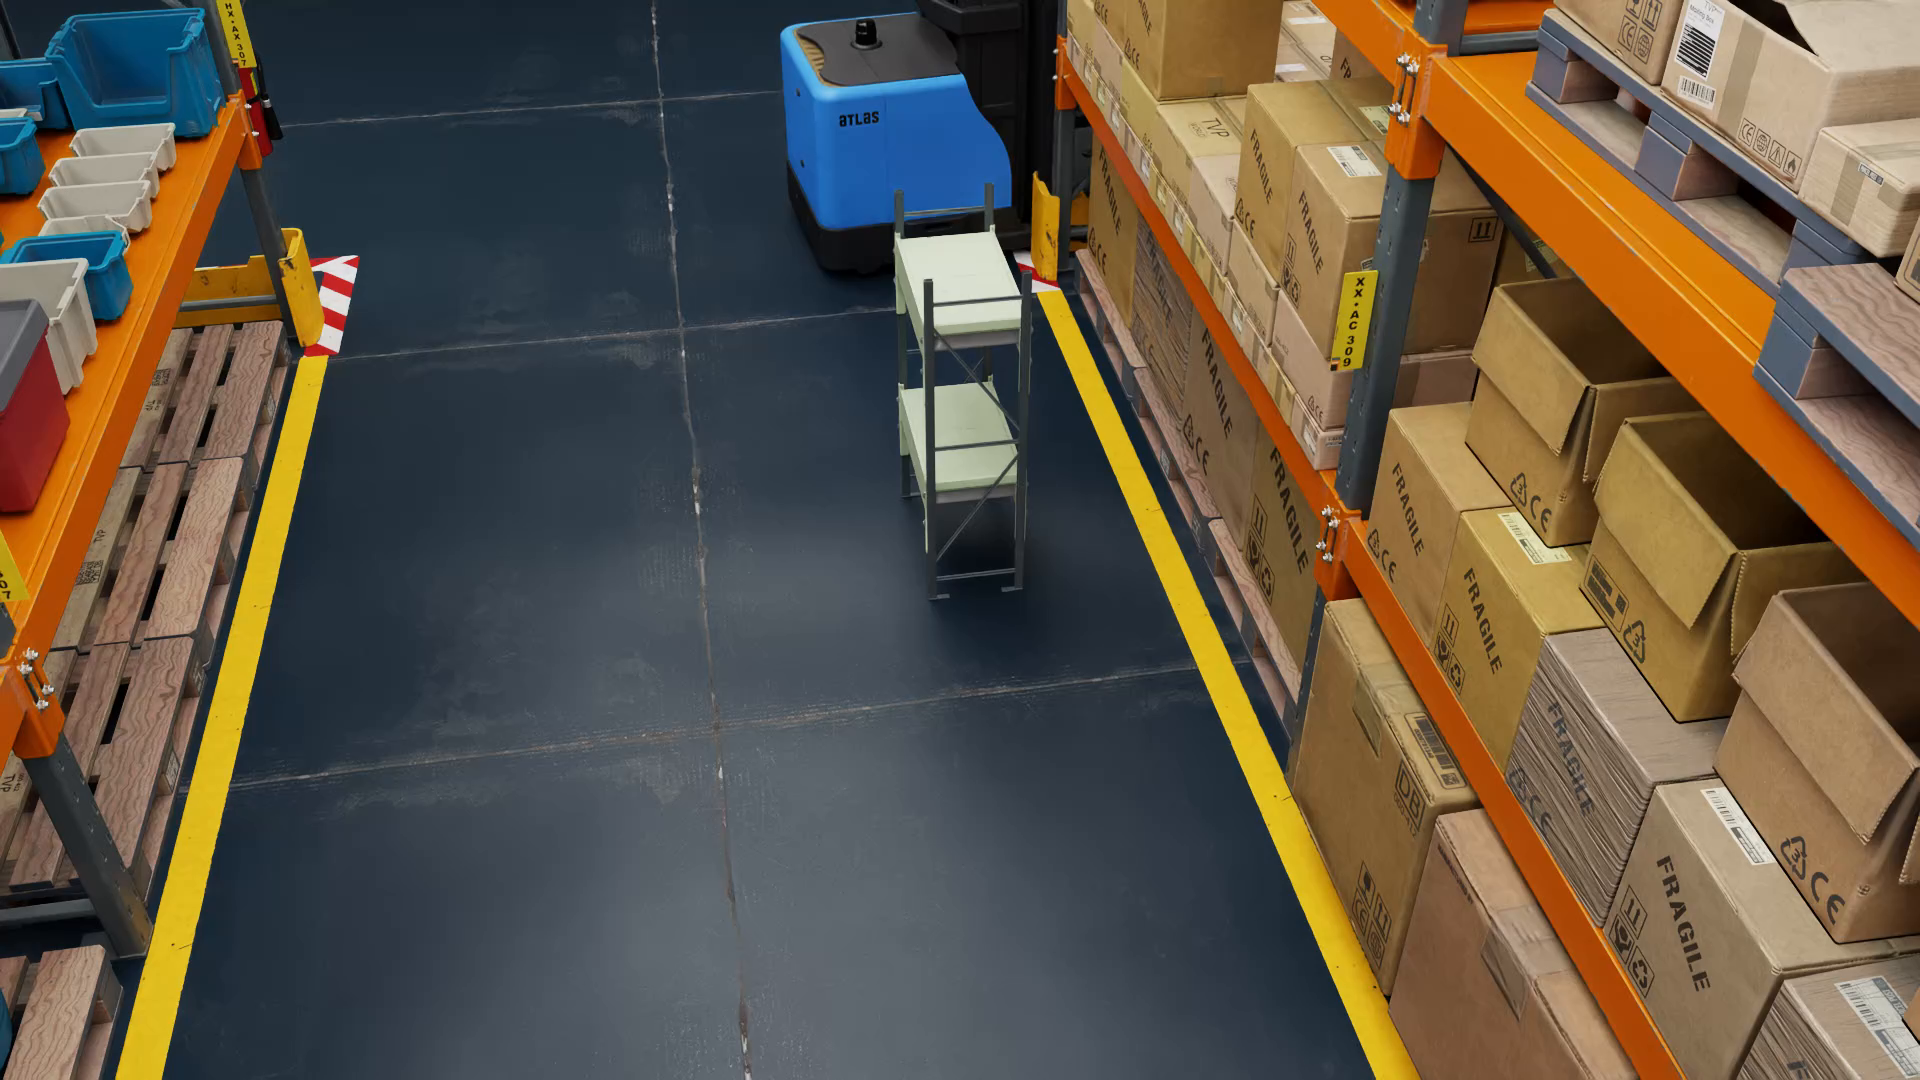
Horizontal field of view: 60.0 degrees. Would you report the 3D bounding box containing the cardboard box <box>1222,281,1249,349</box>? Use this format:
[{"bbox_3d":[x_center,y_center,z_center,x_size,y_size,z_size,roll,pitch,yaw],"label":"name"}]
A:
[{"bbox_3d":[1.184,-0.841,6.092,0.380,0.149,0.250,-6,38,-7],"label":"cardboard box"}]

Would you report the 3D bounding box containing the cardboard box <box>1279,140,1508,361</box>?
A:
[{"bbox_3d":[1.351,-0.928,5.268,0.500,0.500,0.500,-5,38,-7],"label":"cardboard box"}]

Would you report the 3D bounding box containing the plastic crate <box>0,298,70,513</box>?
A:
[{"bbox_3d":[-3.091,-0.408,5.229,0.402,0.464,0.583,-6,38,-8],"label":"plastic crate"}]

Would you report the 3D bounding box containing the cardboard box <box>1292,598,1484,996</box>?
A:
[{"bbox_3d":[1.827,0.733,5.252,1.225,0.875,0.875,-6,38,-8],"label":"cardboard box"}]

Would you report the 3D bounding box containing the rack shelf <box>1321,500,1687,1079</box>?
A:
[{"bbox_3d":[2.046,1.167,3.889,1.077,0.370,4.000,-6,38,-8],"label":"rack shelf"}]

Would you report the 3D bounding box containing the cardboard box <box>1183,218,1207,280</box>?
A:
[{"bbox_3d":[1.093,-1.151,6.491,0.380,0.149,0.250,-7,38,-9],"label":"cardboard box"}]

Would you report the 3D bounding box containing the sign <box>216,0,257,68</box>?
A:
[{"bbox_3d":[-3.344,-2.342,7.686,0.100,0.325,0.005,-6,38,-8],"label":"sign"}]

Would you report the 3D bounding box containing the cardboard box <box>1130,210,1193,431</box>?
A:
[{"bbox_3d":[1.344,-1.140,7.662,0.875,0.875,0.875,-6,38,-8],"label":"cardboard box"}]

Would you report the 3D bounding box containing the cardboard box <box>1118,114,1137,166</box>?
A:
[{"bbox_3d":[0.913,-1.771,7.290,0.380,0.149,0.250,-7,38,-9],"label":"cardboard box"}]

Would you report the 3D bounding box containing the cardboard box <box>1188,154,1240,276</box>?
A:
[{"bbox_3d":[1.176,-1.242,6.284,0.500,0.250,0.500,-5,38,-7],"label":"cardboard box"}]

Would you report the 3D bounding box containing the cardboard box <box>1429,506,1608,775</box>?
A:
[{"bbox_3d":[1.619,0.244,4.410,0.500,0.500,0.500,-6,38,-8],"label":"cardboard box"}]

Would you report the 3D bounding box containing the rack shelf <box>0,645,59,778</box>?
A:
[{"bbox_3d":[-2.831,1.700,3.203,1.077,0.370,4.000,-6,38,-8],"label":"rack shelf"}]

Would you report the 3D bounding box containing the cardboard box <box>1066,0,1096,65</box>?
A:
[{"bbox_3d":[0.812,-2.480,7.877,0.500,0.250,0.500,-7,38,-9],"label":"cardboard box"}]

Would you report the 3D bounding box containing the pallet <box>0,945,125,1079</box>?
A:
[{"bbox_3d":[-3.087,1.779,4.788,1.003,0.211,1.213,-6,38,-8],"label":"pallet"}]

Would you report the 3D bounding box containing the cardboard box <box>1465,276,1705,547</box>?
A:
[{"bbox_3d":[1.815,-0.376,4.390,0.797,0.503,0.637,-7,38,-9],"label":"cardboard box"}]

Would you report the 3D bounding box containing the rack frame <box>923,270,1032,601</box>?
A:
[{"bbox_3d":[0.065,-0.367,6.500,0.400,1.500,0.023,-6,38,-8],"label":"rack frame"}]

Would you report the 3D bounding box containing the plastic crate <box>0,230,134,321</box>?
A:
[{"bbox_3d":[-3.270,-0.953,6.119,0.416,0.233,0.300,-6,38,-8],"label":"plastic crate"}]

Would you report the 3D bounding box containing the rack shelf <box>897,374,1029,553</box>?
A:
[{"bbox_3d":[0.001,-0.331,6.985,0.431,0.370,0.720,-6,38,-8],"label":"rack shelf"}]

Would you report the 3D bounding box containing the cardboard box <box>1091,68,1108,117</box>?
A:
[{"bbox_3d":[0.823,-2.083,7.690,0.380,0.149,0.250,-7,38,-9],"label":"cardboard box"}]

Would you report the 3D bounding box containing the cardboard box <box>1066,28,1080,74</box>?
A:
[{"bbox_3d":[0.731,-2.392,8.089,0.380,0.149,0.250,-6,38,-7],"label":"cardboard box"}]

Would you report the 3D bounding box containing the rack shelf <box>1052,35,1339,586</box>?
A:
[{"bbox_3d":[1.344,-1.249,6.999,1.077,0.370,4.000,-6,38,-8],"label":"rack shelf"}]

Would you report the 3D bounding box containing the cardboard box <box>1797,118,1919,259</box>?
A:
[{"bbox_3d":[1.808,-0.661,3.073,0.380,0.149,0.250,-8,39,-10],"label":"cardboard box"}]

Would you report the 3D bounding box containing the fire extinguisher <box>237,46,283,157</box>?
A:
[{"bbox_3d":[-3.461,-2.171,7.966,0.296,0.674,0.183,-6,38,-8],"label":"fire extinguisher"}]

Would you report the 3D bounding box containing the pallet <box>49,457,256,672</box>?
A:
[{"bbox_3d":[-3.566,0.130,6.910,1.003,0.211,1.213,-6,38,-8],"label":"pallet"}]

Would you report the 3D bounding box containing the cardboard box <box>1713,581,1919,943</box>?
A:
[{"bbox_3d":[2.048,0.414,3.373,0.797,0.503,0.637,-5,38,-6],"label":"cardboard box"}]

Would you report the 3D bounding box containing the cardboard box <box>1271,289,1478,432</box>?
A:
[{"bbox_3d":[1.359,-0.622,5.485,0.500,0.250,0.500,-7,38,-9],"label":"cardboard box"}]

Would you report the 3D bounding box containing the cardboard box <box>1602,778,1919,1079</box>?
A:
[{"bbox_3d":[1.802,0.858,3.620,0.500,0.500,0.500,-6,38,-7],"label":"cardboard box"}]

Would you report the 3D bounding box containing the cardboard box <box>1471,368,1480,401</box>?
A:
[{"bbox_3d":[1.871,-0.695,5.580,0.500,0.250,0.500,-7,38,-9],"label":"cardboard box"}]

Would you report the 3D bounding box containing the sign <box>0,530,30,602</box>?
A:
[{"bbox_3d":[-2.639,0.040,4.527,0.100,0.325,0.005,-6,38,-8],"label":"sign"}]

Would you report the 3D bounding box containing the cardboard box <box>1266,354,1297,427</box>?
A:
[{"bbox_3d":[1.274,-0.531,5.693,0.380,0.149,0.250,-6,38,-7],"label":"cardboard box"}]

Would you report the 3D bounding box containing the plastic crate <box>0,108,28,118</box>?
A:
[{"bbox_3d":[-4.189,-1.741,7.212,0.250,0.136,0.298,-6,38,-8],"label":"plastic crate"}]

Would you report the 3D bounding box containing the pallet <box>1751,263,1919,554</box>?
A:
[{"bbox_3d":[2.032,-0.077,2.614,1.003,0.211,1.213,-5,38,-6],"label":"pallet"}]

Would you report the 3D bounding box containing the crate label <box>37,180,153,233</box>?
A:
[{"bbox_3d":[-3.452,-1.313,6.661,0.396,0.136,0.243,-6,38,-8],"label":"crate label"}]

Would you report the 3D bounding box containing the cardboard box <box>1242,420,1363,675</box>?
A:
[{"bbox_3d":[1.658,-0.059,6.271,0.875,0.875,0.875,-6,38,-8],"label":"cardboard box"}]

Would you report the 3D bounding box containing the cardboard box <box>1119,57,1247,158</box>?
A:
[{"bbox_3d":[0.994,-1.863,7.083,0.500,0.250,0.500,-7,38,-9],"label":"cardboard box"}]

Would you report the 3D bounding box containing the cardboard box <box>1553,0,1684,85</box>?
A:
[{"bbox_3d":[1.807,-1.366,3.694,0.700,0.500,0.500,-5,38,-7],"label":"cardboard box"}]

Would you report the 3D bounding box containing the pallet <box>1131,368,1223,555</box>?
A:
[{"bbox_3d":[1.422,-0.430,7.631,1.003,0.211,1.213,-6,38,-8],"label":"pallet"}]

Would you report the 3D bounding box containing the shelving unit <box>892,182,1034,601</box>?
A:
[{"bbox_3d":[0.001,-0.588,6.785,0.431,1.500,0.755,-6,38,-8],"label":"shelving unit"}]

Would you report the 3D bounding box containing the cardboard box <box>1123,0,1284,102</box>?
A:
[{"bbox_3d":[0.997,-2.162,6.857,0.500,0.500,0.500,-7,38,-9],"label":"cardboard box"}]

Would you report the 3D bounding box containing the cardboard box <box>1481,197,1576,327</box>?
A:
[{"bbox_3d":[1.863,-0.996,5.356,0.500,0.500,0.500,-6,38,-8],"label":"cardboard box"}]

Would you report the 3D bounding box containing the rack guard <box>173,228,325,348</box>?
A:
[{"bbox_3d":[-3.899,-1.234,8.431,1.175,0.500,0.348,-6,38,-8],"label":"rack guard"}]

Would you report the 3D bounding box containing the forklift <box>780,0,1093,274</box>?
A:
[{"bbox_3d":[0.575,-3.112,8.867,3.031,2.935,1.130,-10,39,-13],"label":"forklift"}]

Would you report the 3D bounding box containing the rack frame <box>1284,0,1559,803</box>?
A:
[{"bbox_3d":[1.695,-0.325,5.223,1.000,3.000,0.127,-6,38,-8],"label":"rack frame"}]

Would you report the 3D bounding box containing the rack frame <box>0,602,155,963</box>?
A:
[{"bbox_3d":[-3.181,0.208,4.538,1.000,3.000,0.127,-6,38,-8],"label":"rack frame"}]

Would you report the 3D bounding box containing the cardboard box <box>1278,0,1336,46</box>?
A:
[{"bbox_3d":[1.428,-2.229,7.554,0.500,0.250,0.500,-7,38,-9],"label":"cardboard box"}]

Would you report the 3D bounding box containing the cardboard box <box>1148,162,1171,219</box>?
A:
[{"bbox_3d":[1.002,-1.463,6.893,0.380,0.149,0.250,-7,38,-9],"label":"cardboard box"}]

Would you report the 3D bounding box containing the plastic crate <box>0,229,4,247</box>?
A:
[{"bbox_3d":[-3.932,-1.186,6.419,0.416,0.233,0.300,-6,38,-8],"label":"plastic crate"}]

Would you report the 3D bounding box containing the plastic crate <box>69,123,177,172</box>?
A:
[{"bbox_3d":[-3.561,-1.655,7.101,0.396,0.136,0.243,-6,38,-8],"label":"plastic crate"}]
